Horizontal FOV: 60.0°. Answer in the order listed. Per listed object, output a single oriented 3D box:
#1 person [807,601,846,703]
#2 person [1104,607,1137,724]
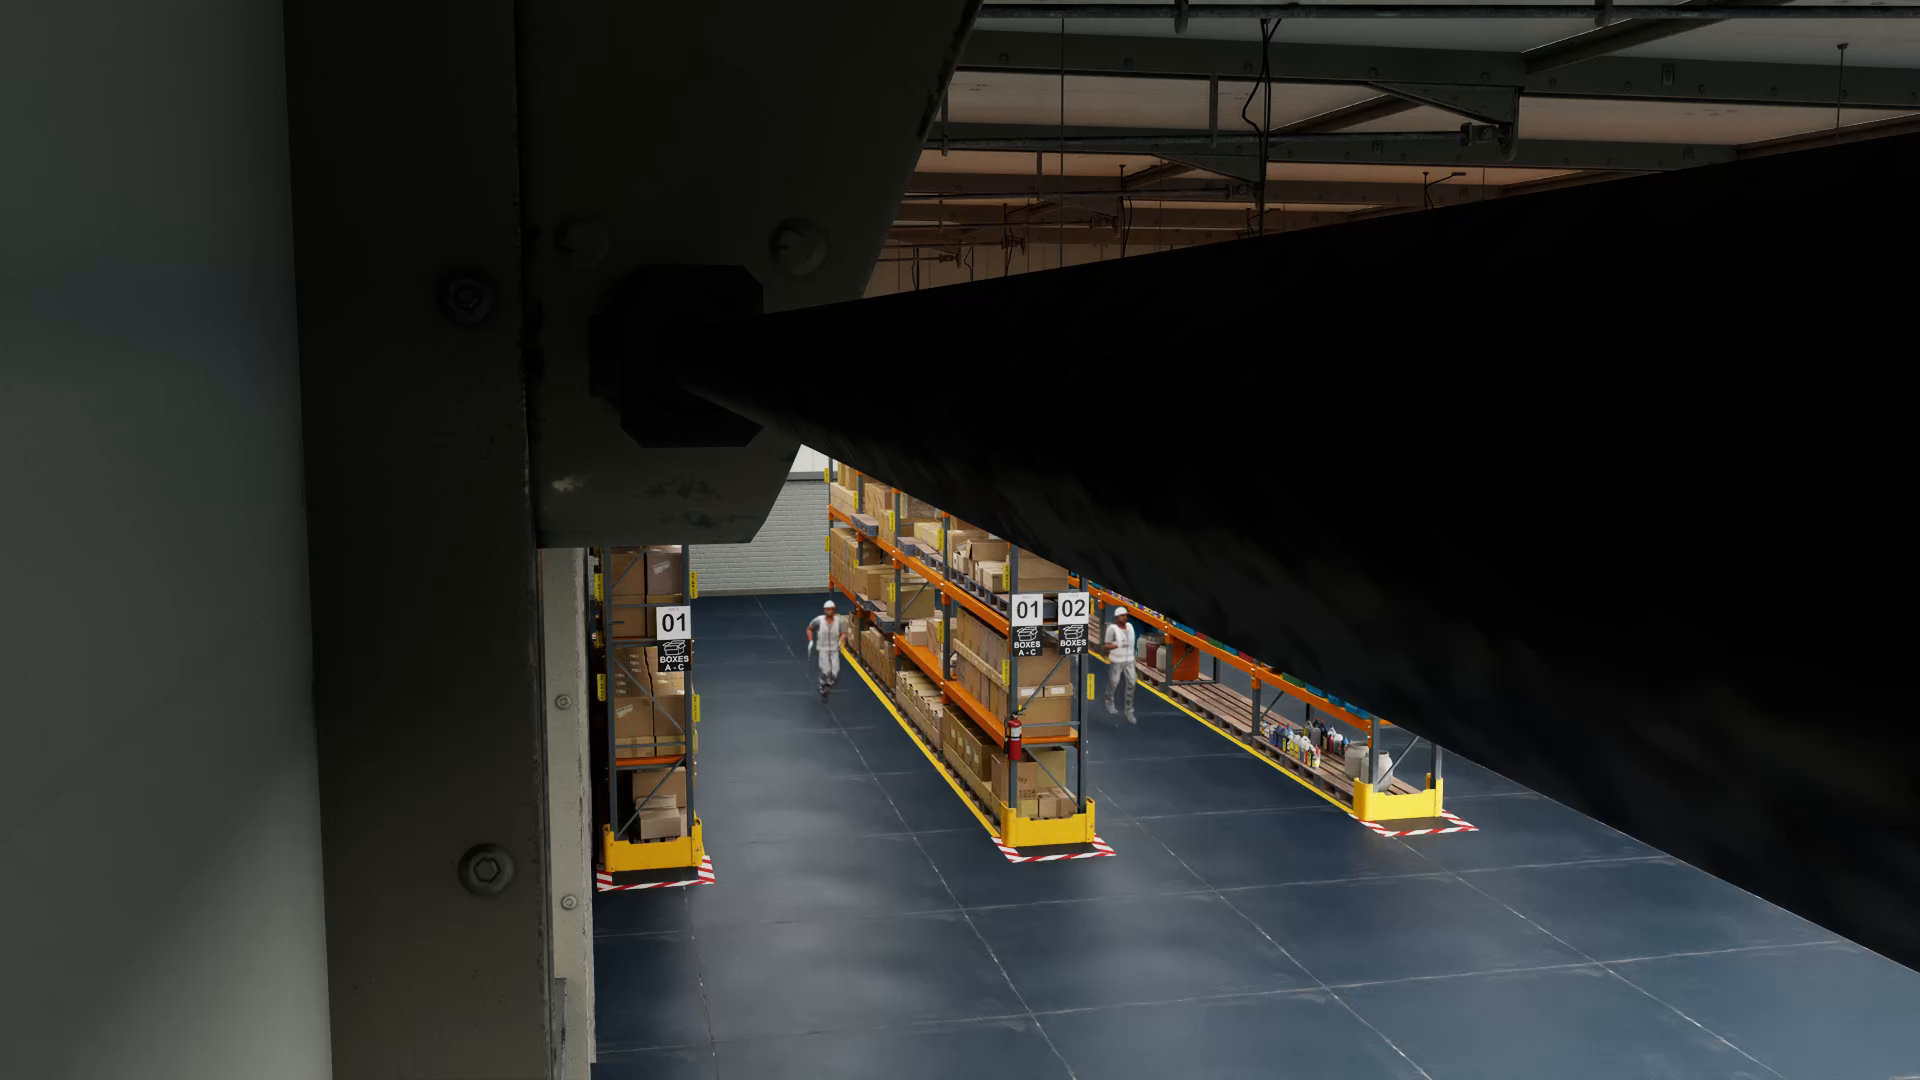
[{"bbox_3d":[-2.257,1.922,28.442,0.654,1.788,0.738,-2,7,-19],"label":"person"},{"bbox_3d":[2.631,2.020,26.955,0.654,1.876,0.725,-3,7,-24],"label":"person"}]
